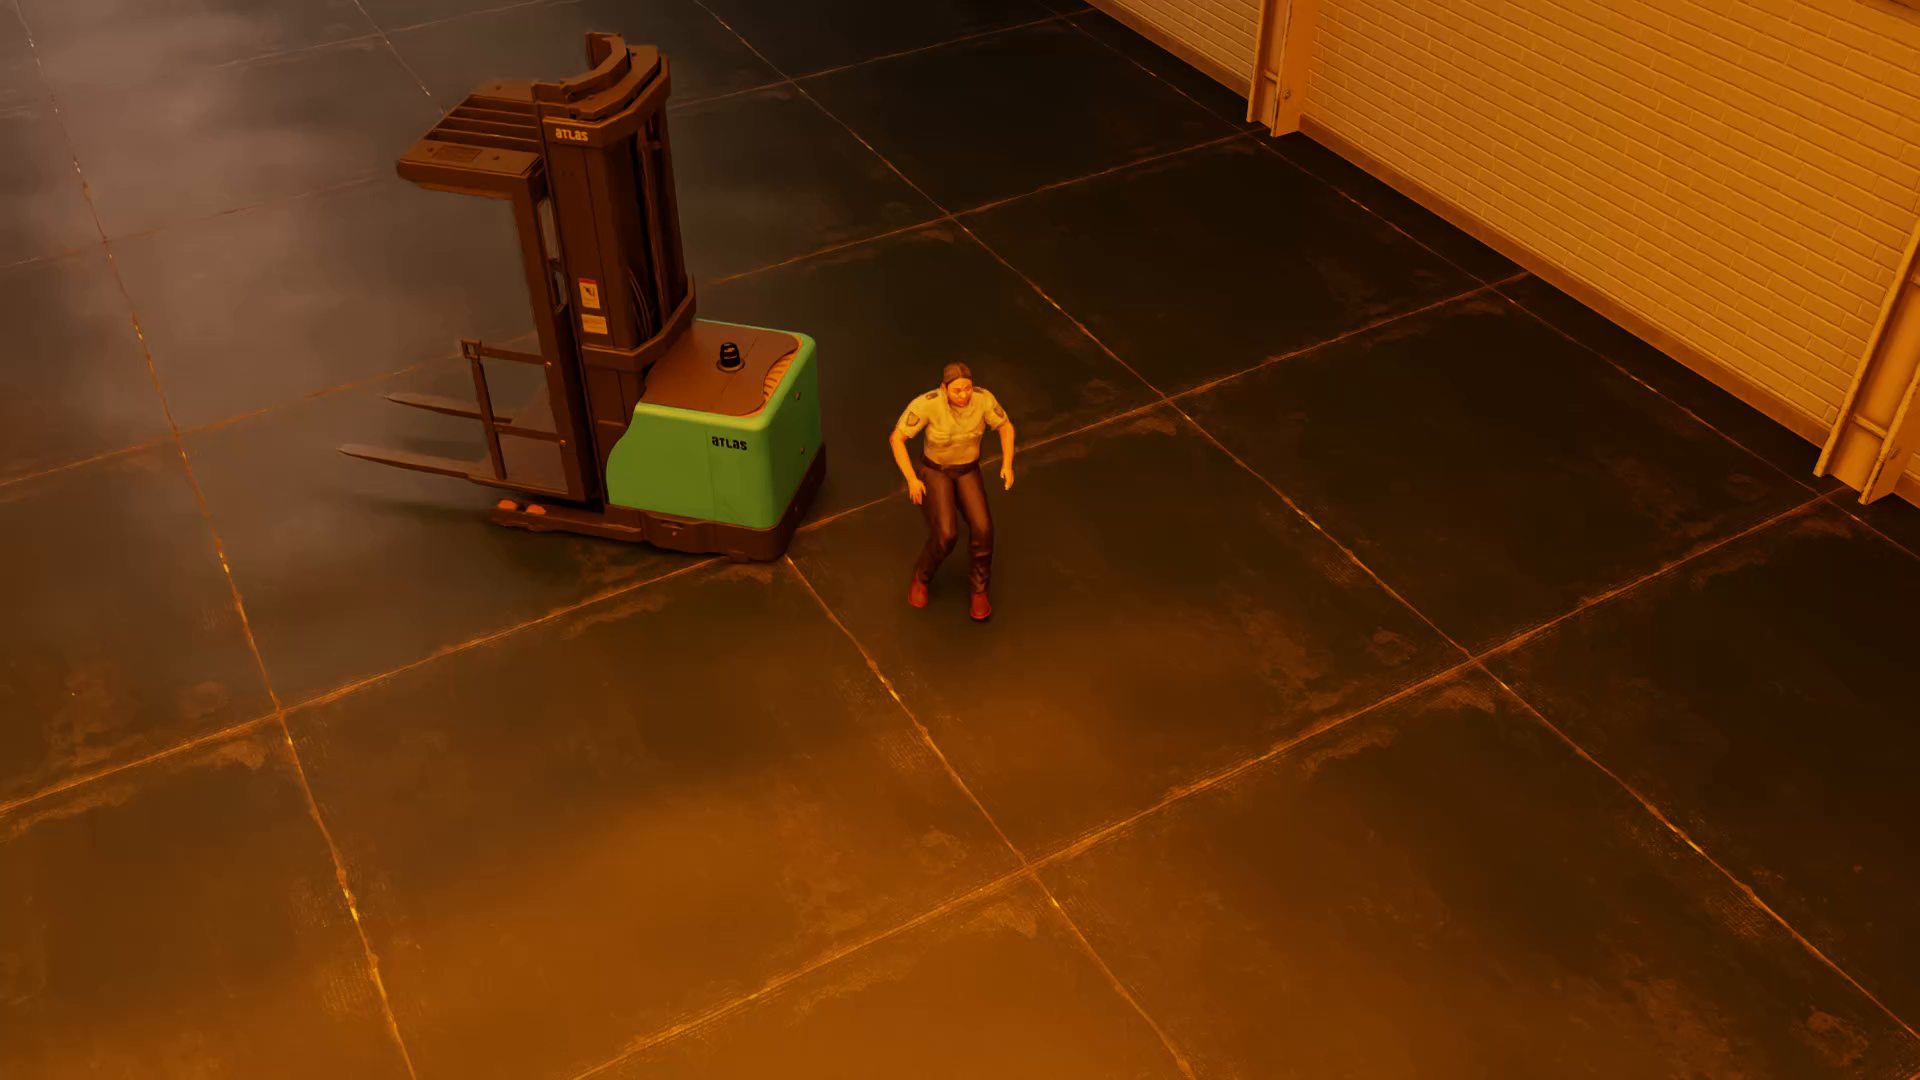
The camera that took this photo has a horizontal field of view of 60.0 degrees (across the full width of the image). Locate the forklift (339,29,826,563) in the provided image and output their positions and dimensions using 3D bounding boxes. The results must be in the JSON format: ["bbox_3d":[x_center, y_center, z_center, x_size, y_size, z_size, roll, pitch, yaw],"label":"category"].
[{"bbox_3d":[-2.440,-1.497,9.841,3.031,2.935,1.130,9,41,11],"label":"forklift"}]

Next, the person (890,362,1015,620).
[{"bbox_3d":[0.027,-0.291,9.607,0.778,1.448,0.804,-16,42,-18],"label":"person"}]
